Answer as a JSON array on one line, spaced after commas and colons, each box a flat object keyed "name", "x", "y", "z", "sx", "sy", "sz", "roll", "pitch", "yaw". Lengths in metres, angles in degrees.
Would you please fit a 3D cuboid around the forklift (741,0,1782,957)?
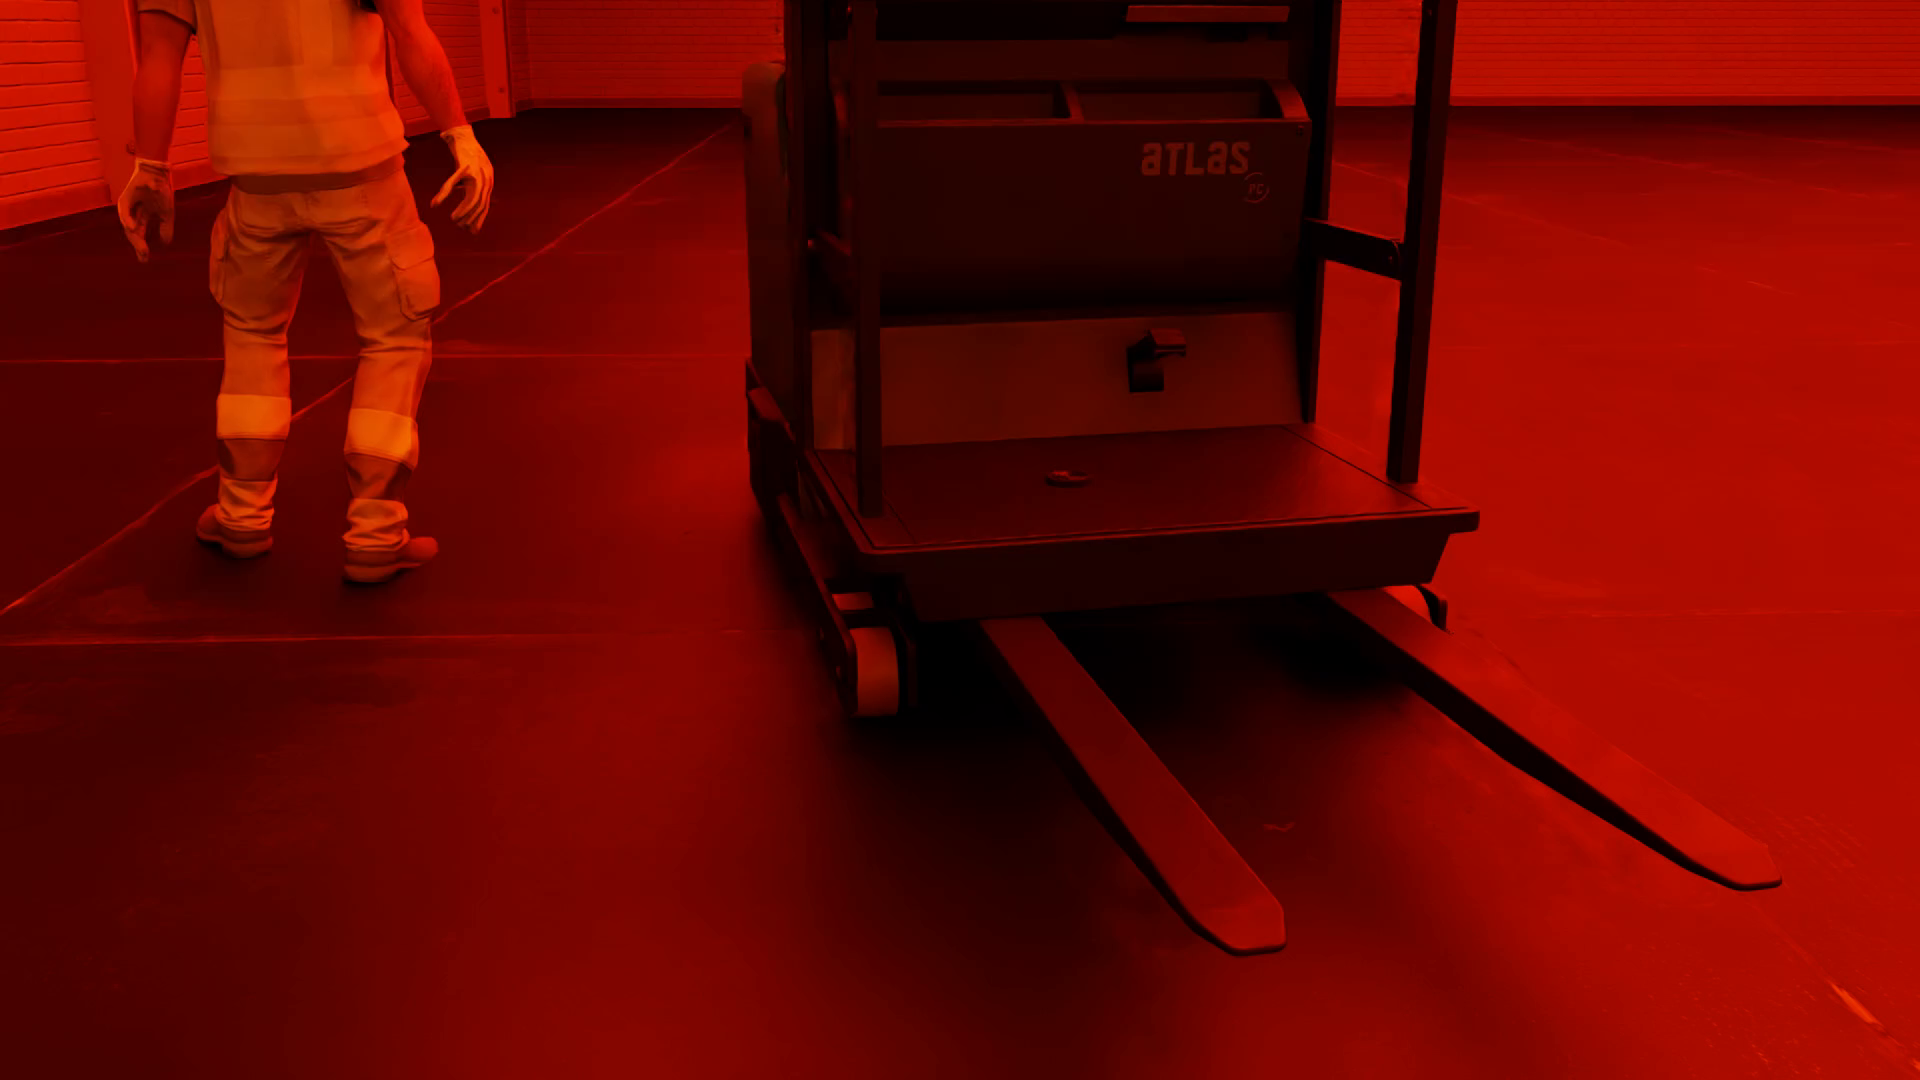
[{"name": "forklift", "x": 0.266, "y": -1.209, "z": 2.861, "sx": 1.130, "sy": 2.935, "sz": 3.031, "roll": -4, "pitch": 17, "yaw": -13}]

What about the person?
[{"name": "person", "x": -1.389, "y": -0.792, "z": 3.582, "sx": 0.869, "sy": 1.750, "sz": 0.459, "roll": 3, "pitch": 17, "yaw": 9}]
